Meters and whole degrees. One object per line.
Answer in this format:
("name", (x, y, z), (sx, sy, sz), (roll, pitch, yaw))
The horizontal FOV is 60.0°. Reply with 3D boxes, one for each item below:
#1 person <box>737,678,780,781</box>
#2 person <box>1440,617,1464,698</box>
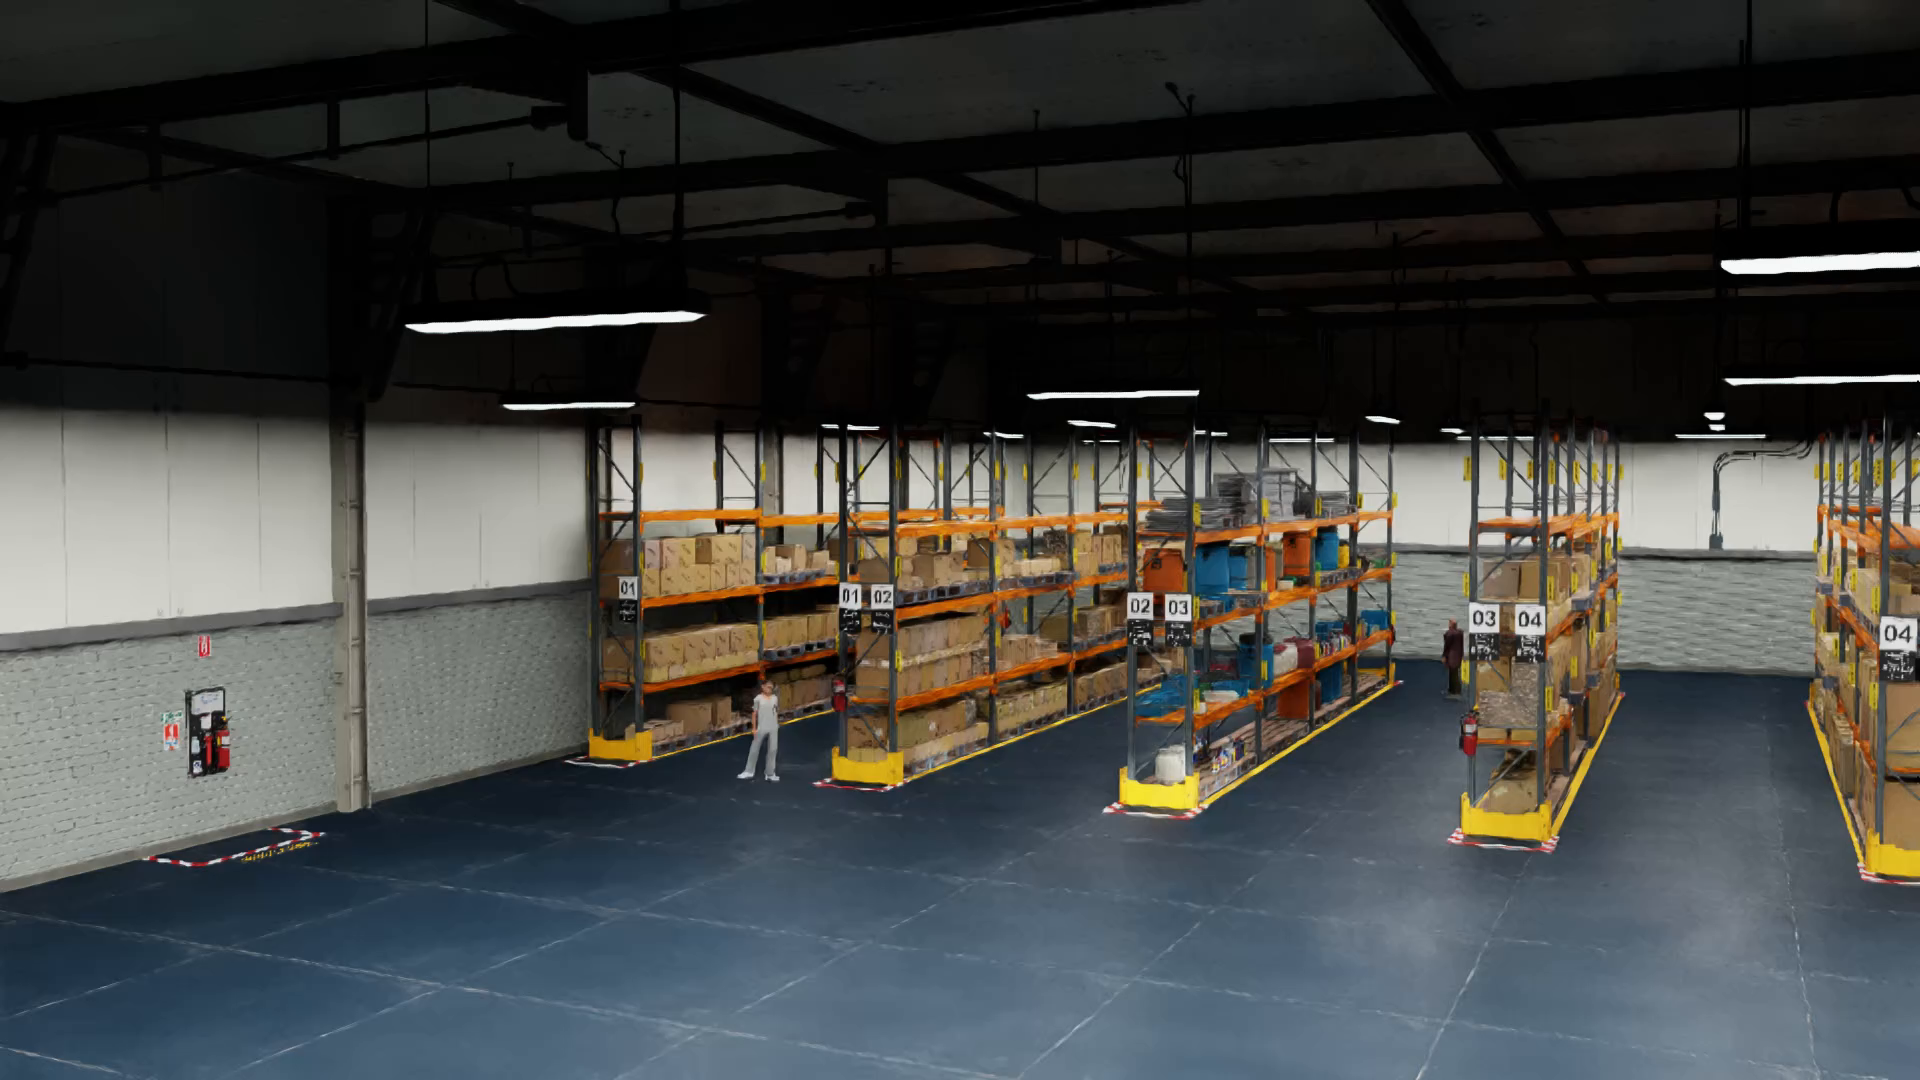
("person", (-3.267, 3.064, 26.955), (0.649, 1.667, 0.461), (-1, 2, -20))
("person", (10.878, 2.585, 36.783), (0.649, 1.772, 0.687), (2, 3, 44))
